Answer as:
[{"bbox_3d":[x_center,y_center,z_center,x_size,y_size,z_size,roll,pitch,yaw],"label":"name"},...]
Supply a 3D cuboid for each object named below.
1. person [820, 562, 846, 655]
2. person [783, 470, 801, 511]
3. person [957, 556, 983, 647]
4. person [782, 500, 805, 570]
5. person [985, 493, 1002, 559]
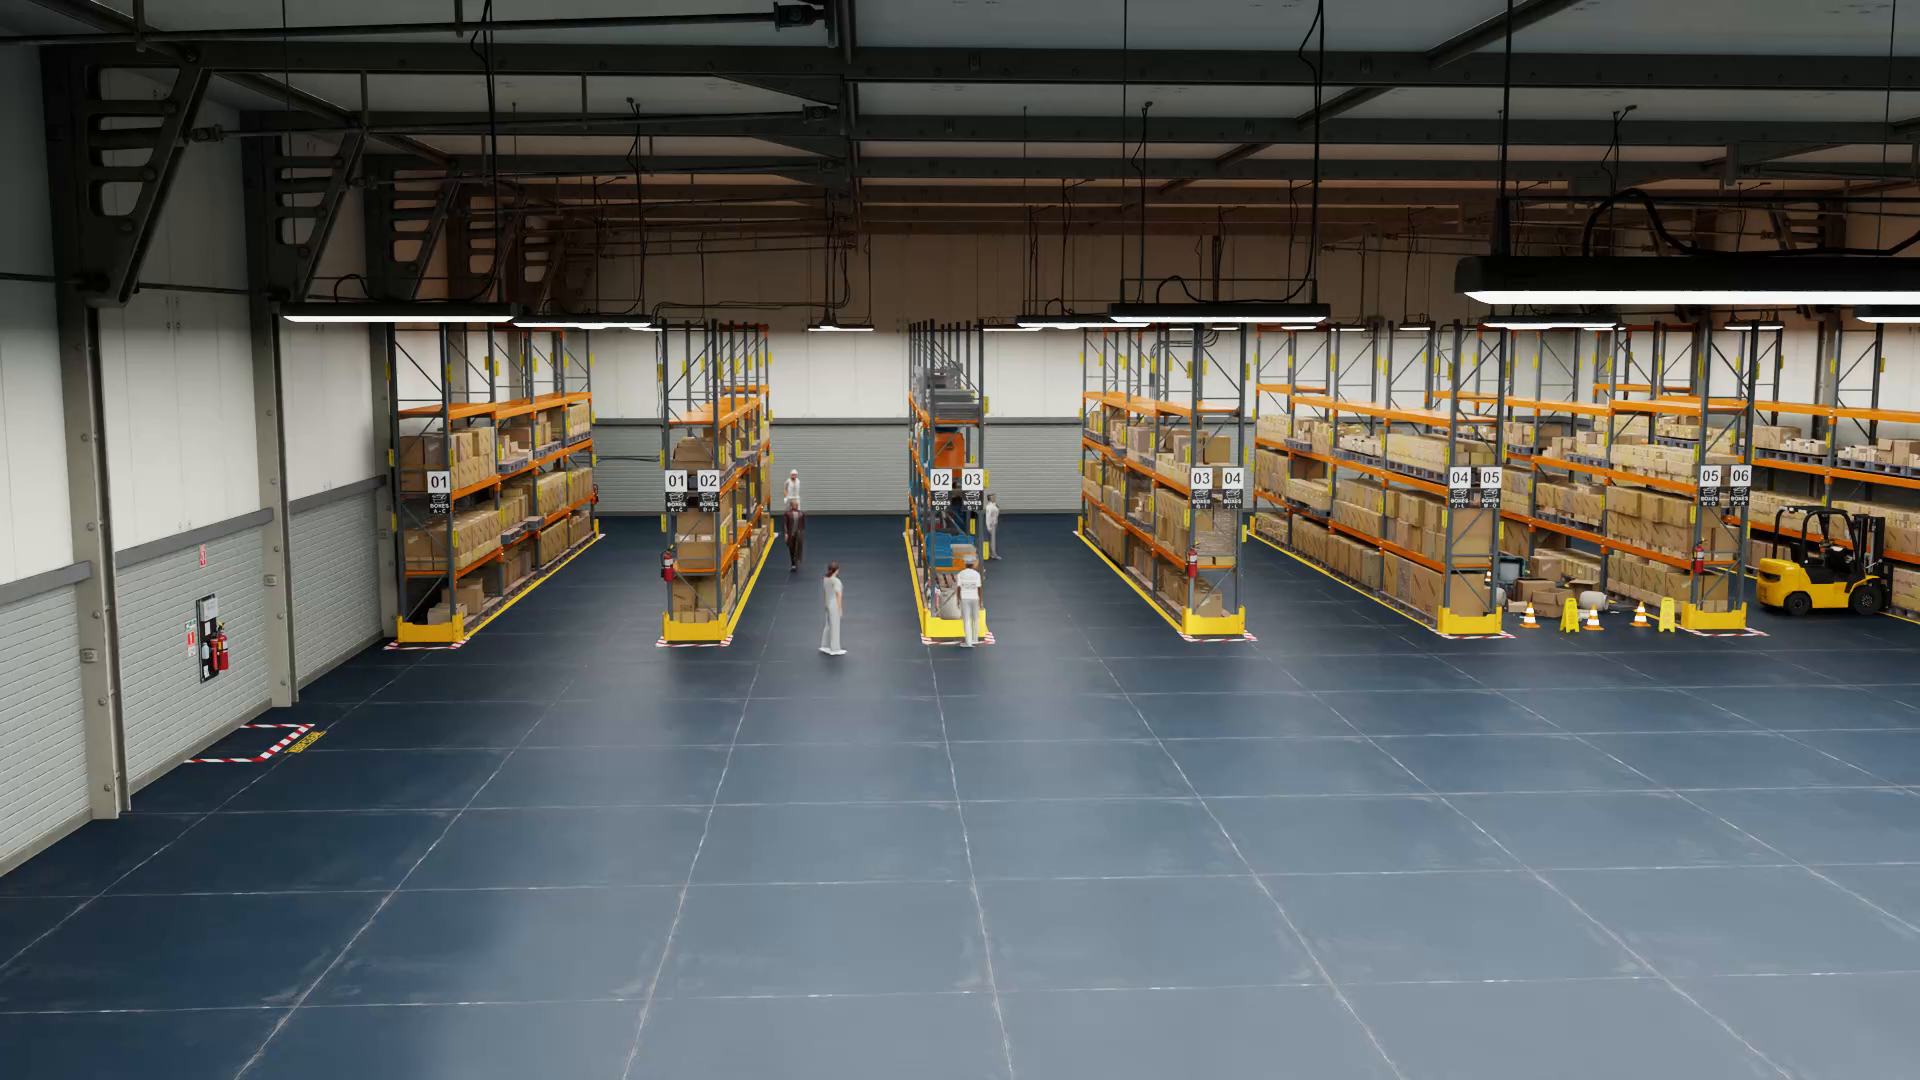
[{"bbox_3d":[-2.257,1.230,29.847,0.391,1.705,0.546,-3,8,-26],"label":"person"},{"bbox_3d":[-4.942,-1.200,49.017,0.566,1.748,1.081,-2,7,-18],"label":"person"},{"bbox_3d":[0.155,1.114,30.668,0.452,1.672,0.649,-1,7,-11],"label":"person"},{"bbox_3d":[-3.982,-0.103,39.916,0.577,1.733,1.016,0,7,0],"label":"person"},{"bbox_3d":[0.885,-0.376,42.708,0.519,1.702,0.517,3,8,20],"label":"person"}]
